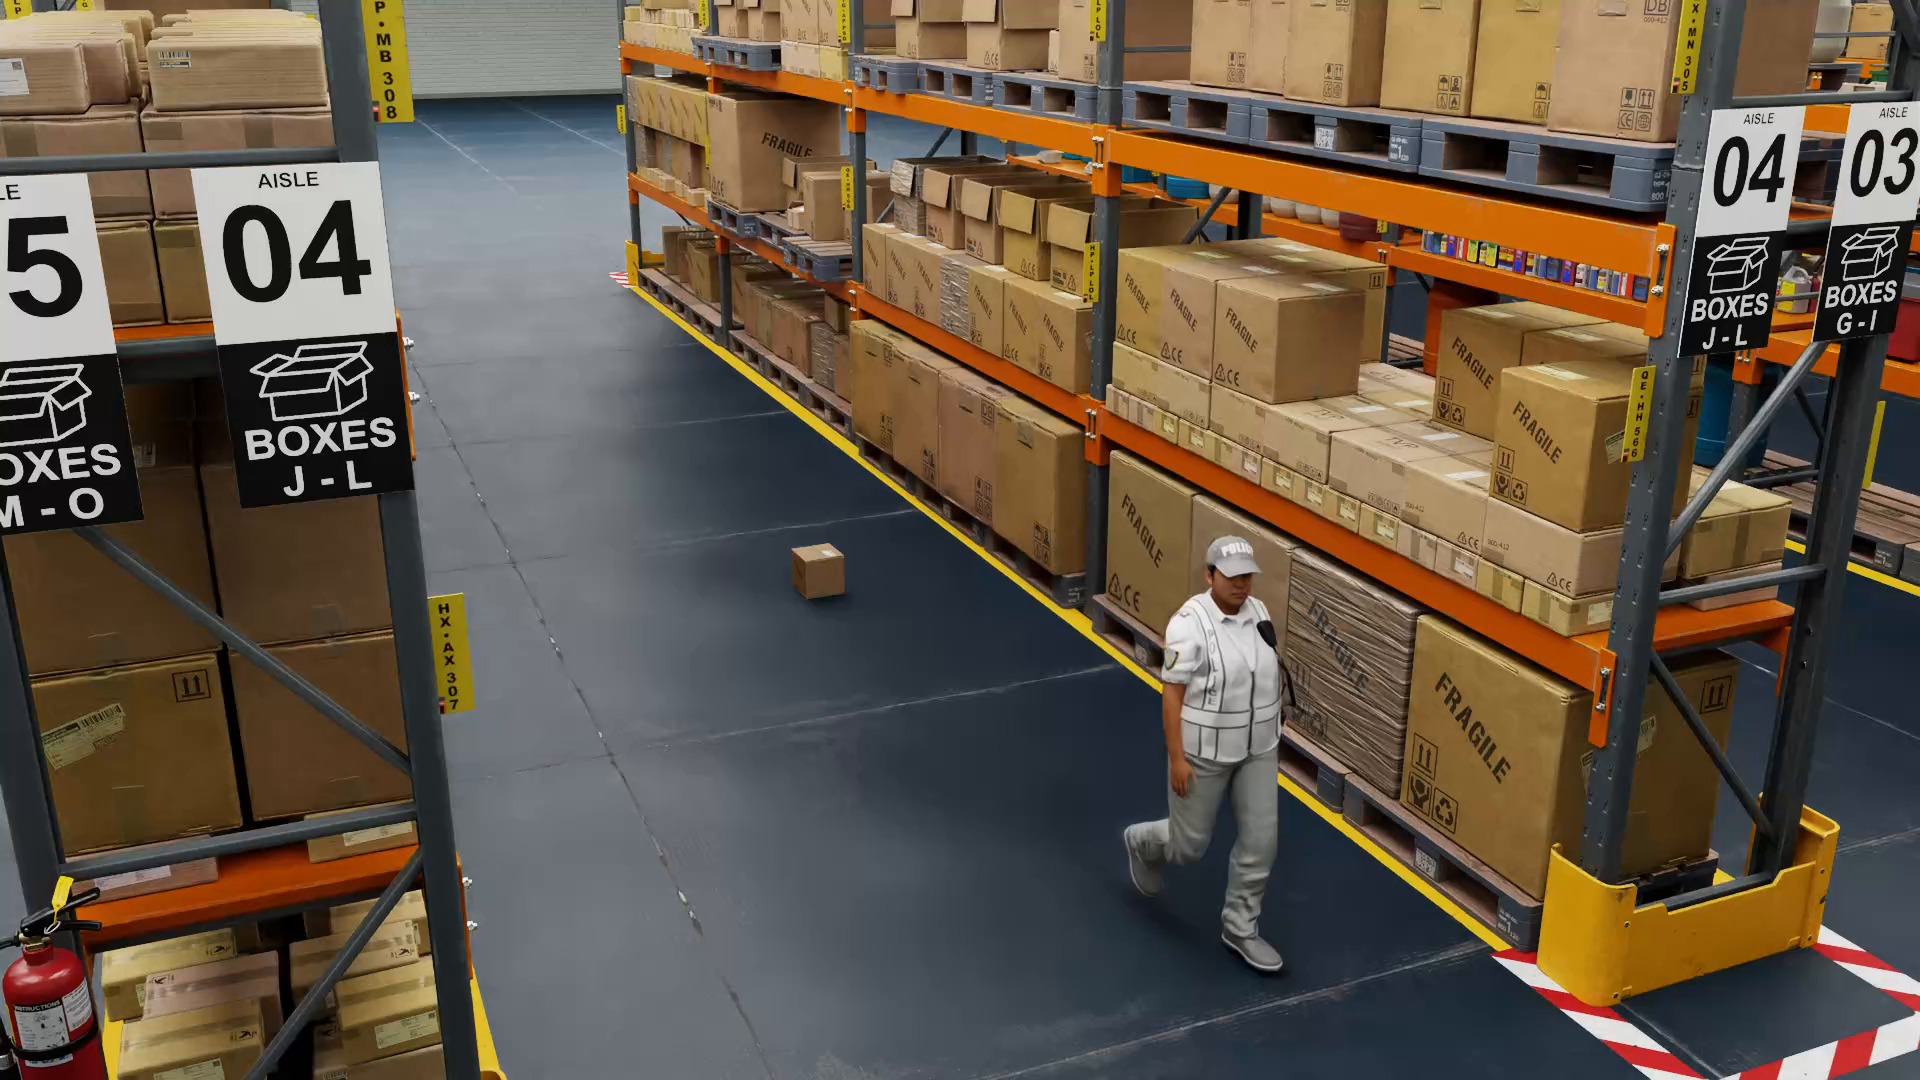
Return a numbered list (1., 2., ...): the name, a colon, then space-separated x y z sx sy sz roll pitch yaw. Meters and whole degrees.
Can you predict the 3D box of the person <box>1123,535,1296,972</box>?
1. person: 0.981 0.769 6.301 0.496 1.630 0.732 -8 21 -22
